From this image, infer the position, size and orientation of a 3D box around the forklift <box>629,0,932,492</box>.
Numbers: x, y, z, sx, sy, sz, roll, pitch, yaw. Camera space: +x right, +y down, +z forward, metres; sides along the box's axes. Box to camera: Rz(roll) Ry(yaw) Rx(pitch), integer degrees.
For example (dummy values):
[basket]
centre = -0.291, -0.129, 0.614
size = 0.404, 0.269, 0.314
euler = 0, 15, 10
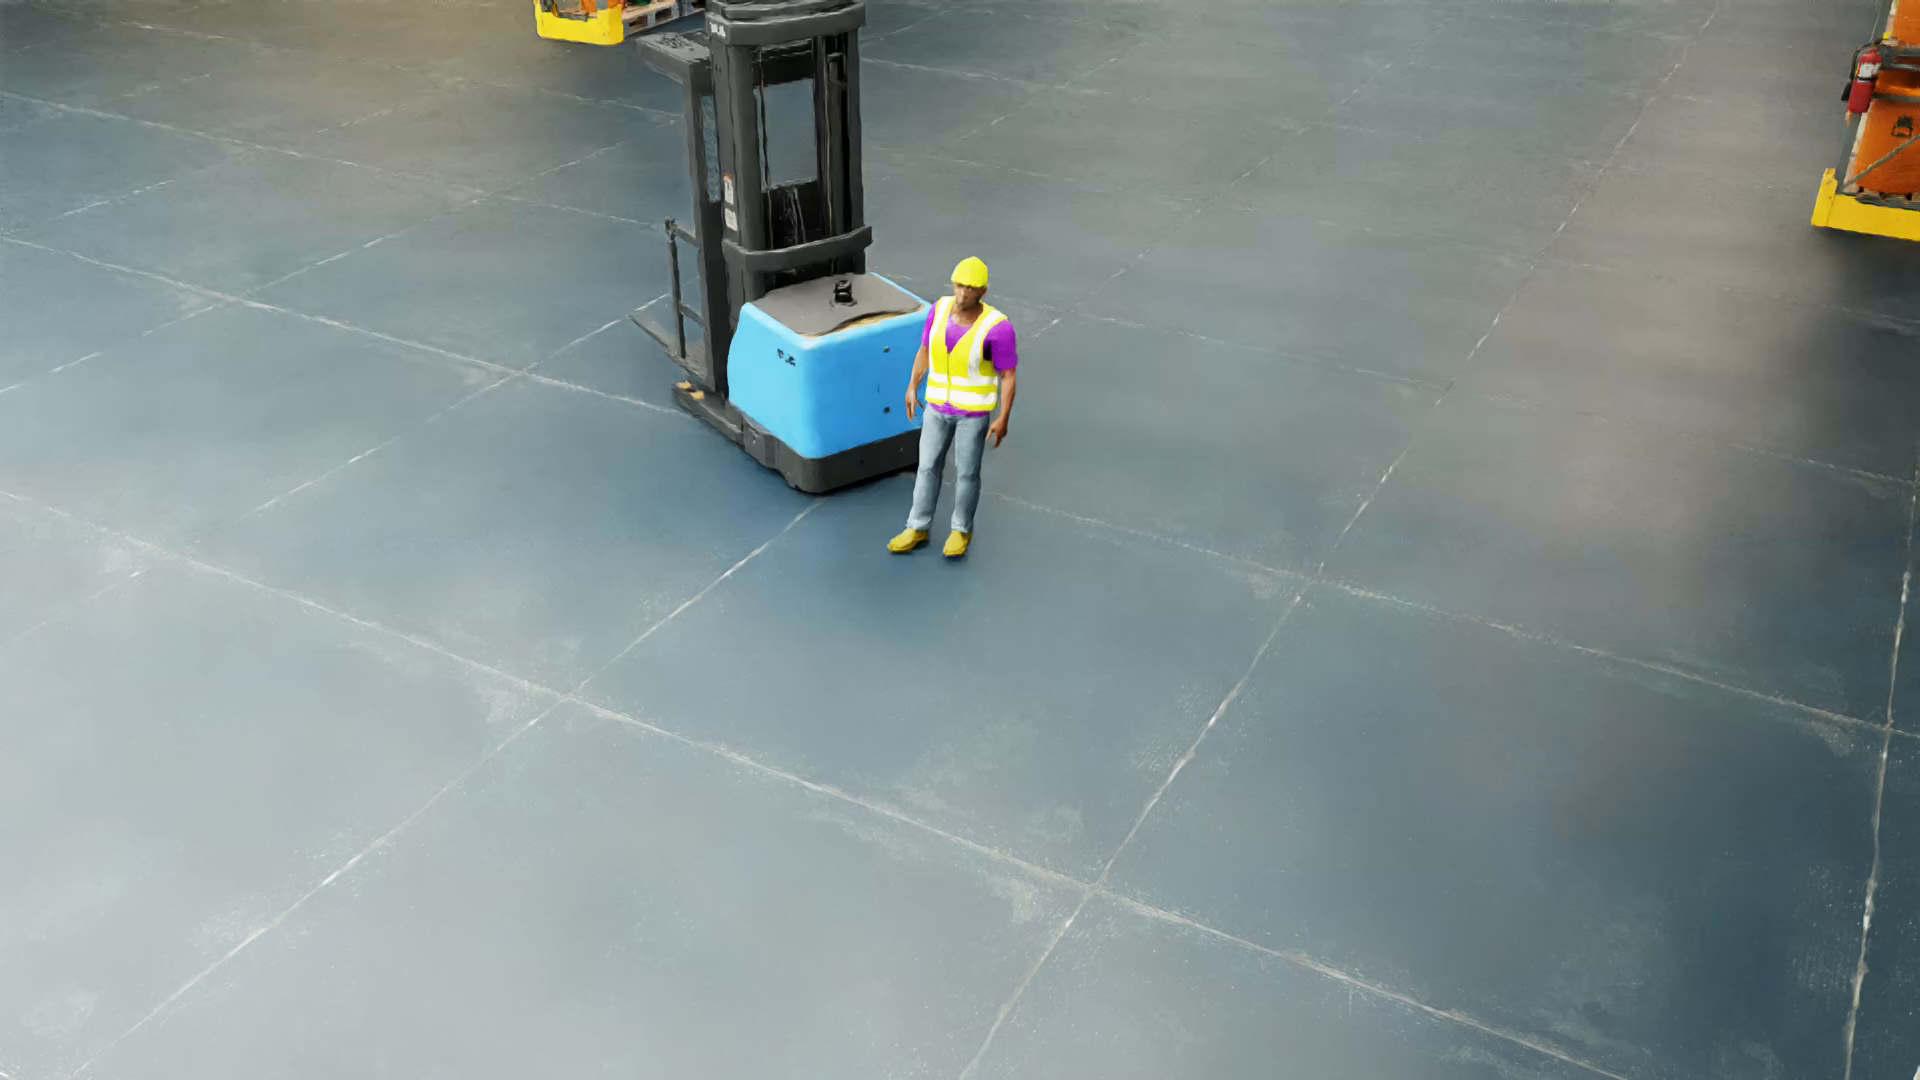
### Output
[forklift]
centre = -1.359, -2.255, 10.978
size = 1.130, 2.935, 3.031
euler = -19, 35, -29

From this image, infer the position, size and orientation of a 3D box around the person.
[person]
centre = -0.038, -0.742, 9.507
size = 0.665, 1.766, 0.576
euler = 15, 33, 25
